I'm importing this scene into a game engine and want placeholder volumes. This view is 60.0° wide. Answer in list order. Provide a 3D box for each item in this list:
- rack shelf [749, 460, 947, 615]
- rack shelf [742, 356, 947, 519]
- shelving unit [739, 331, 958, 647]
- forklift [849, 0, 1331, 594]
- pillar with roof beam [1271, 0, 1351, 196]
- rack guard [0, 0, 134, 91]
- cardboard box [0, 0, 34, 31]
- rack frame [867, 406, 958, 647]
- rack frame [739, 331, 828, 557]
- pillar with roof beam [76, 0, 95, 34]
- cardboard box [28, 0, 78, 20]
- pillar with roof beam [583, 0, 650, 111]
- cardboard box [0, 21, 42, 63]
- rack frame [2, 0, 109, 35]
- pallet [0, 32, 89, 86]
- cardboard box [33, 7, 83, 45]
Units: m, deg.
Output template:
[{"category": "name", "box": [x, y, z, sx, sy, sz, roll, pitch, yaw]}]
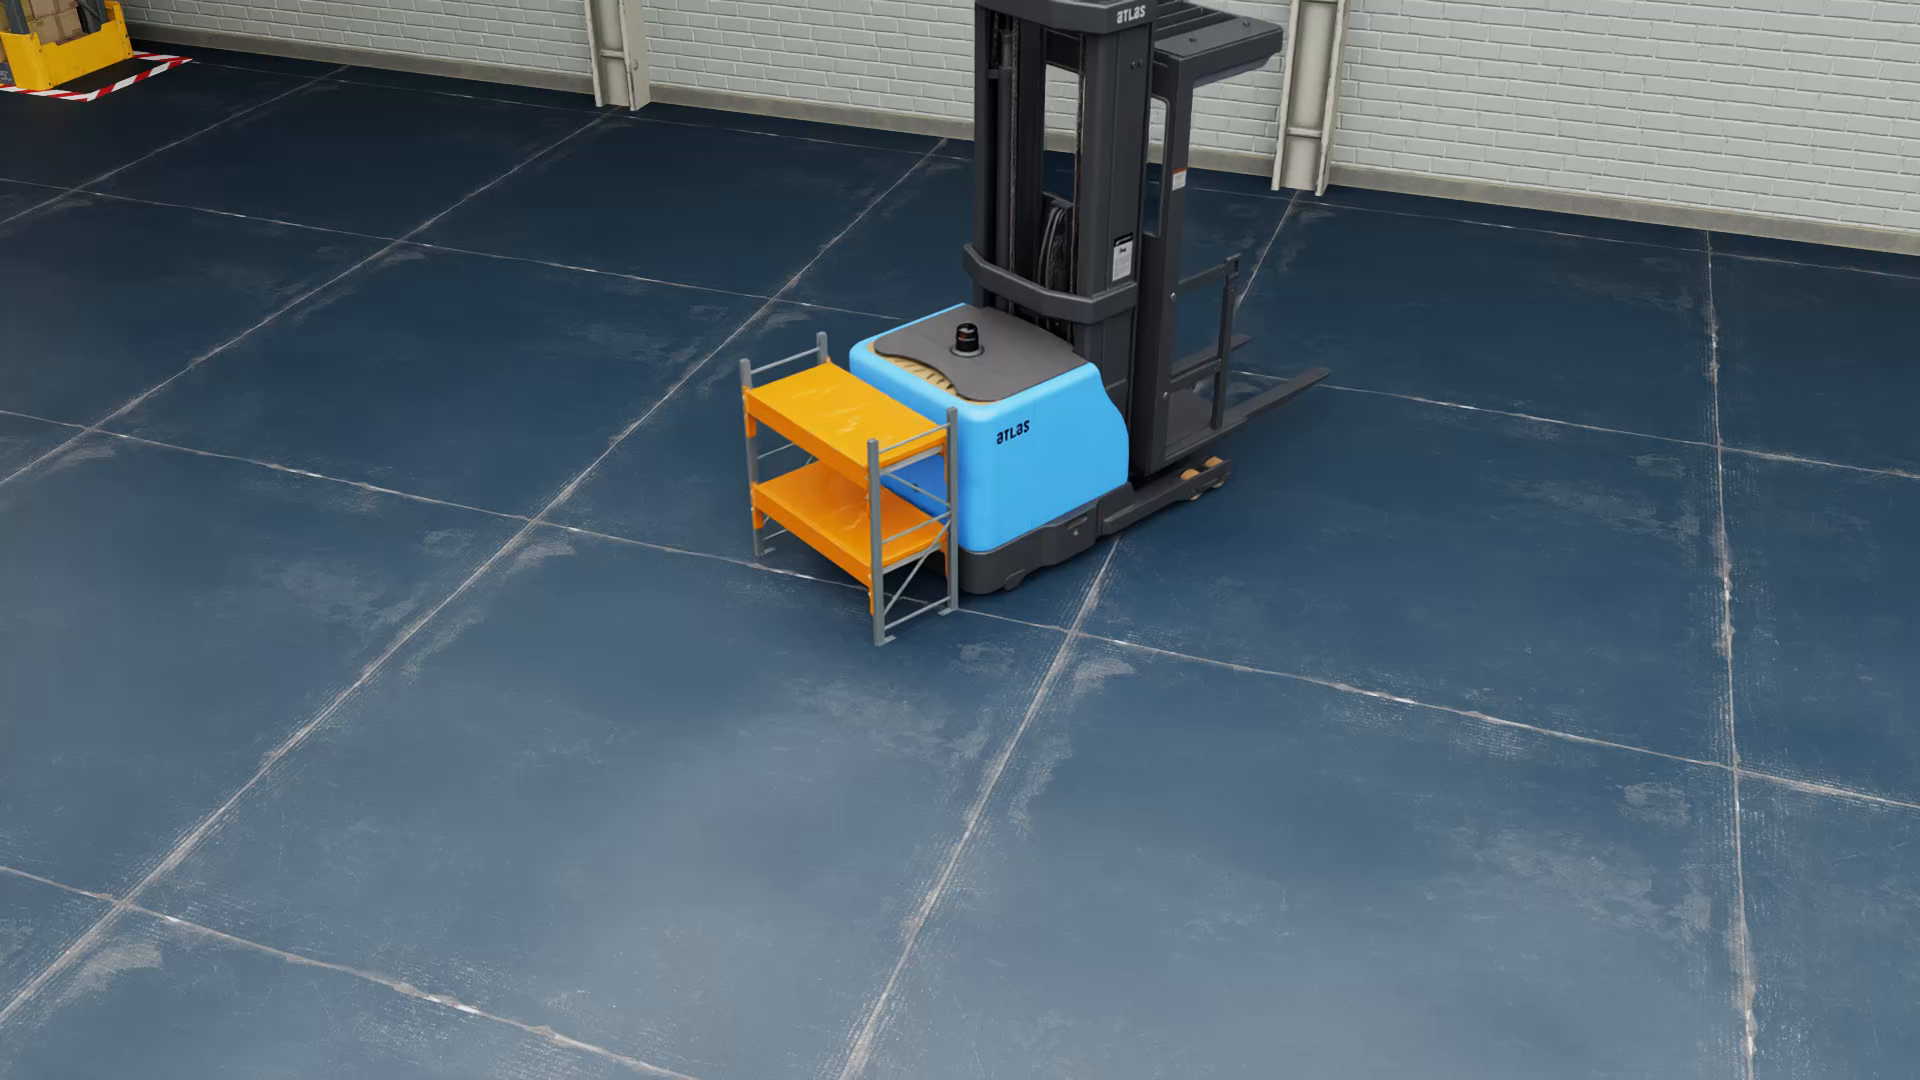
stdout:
[{"category": "rack shelf", "box": [-0.538, -0.058, 8.253, 0.538, 0.278, 1.000, -24, 40, -33]}, {"category": "rack shelf", "box": [-0.538, -0.509, 7.962, 0.538, 0.278, 1.000, -24, 40, -33]}, {"category": "shelving unit", "box": [-0.538, -0.263, 8.121, 0.538, 1.125, 1.048, -24, 40, -33]}, {"category": "forklift", "box": [0.865, -1.640, 8.588, 3.031, 2.935, 1.130, -26, 41, -34]}, {"category": "pillar with roof beam", "box": [1.215, -4.361, 7.208, 0.400, 9.000, 9.100, 11, 34, 16]}, {"category": "rack guard", "box": [-8.255, -4.593, 15.402, 0.348, 0.500, 1.175, 11, 34, 16]}, {"category": "cardboard box", "box": [-8.841, -4.808, 15.118, 0.500, 0.250, 0.500, 11, 34, 16]}, {"category": "rack frame", "box": [-0.212, -0.052, 7.793, 0.500, 1.125, 0.032, -24, 40, -33]}, {"category": "rack frame", "box": [-0.864, -0.475, 8.448, 0.500, 1.125, 0.032, -24, 40, -33]}, {"category": "pillar with roof beam", "box": [-10.081, -6.557, 10.610, 0.400, 9.000, 9.100, 11, 34, 16]}, {"category": "cardboard box", "box": [-8.650, -5.071, 15.525, 0.500, 0.250, 0.500, 12, 35, 17]}, {"category": "pillar with roof beam", "box": [-4.433, -5.459, 8.909, 0.400, 9.000, 9.100, 11, 34, 16]}, {"category": "cardboard box", "box": [-8.826, -4.593, 15.246, 0.500, 0.250, 0.500, 11, 35, 17]}, {"category": "rack frame", "box": [-8.278, -5.647, 14.731, 0.127, 3.000, 1.000, 11, 34, 16]}, {"category": "pallet", "box": [-9.012, -4.594, 15.671, 1.213, 0.211, 1.003, 11, 34, 16]}, {"category": "cardboard box", "box": [-8.674, -4.858, 15.657, 0.500, 0.250, 0.500, 11, 34, 17]}]
